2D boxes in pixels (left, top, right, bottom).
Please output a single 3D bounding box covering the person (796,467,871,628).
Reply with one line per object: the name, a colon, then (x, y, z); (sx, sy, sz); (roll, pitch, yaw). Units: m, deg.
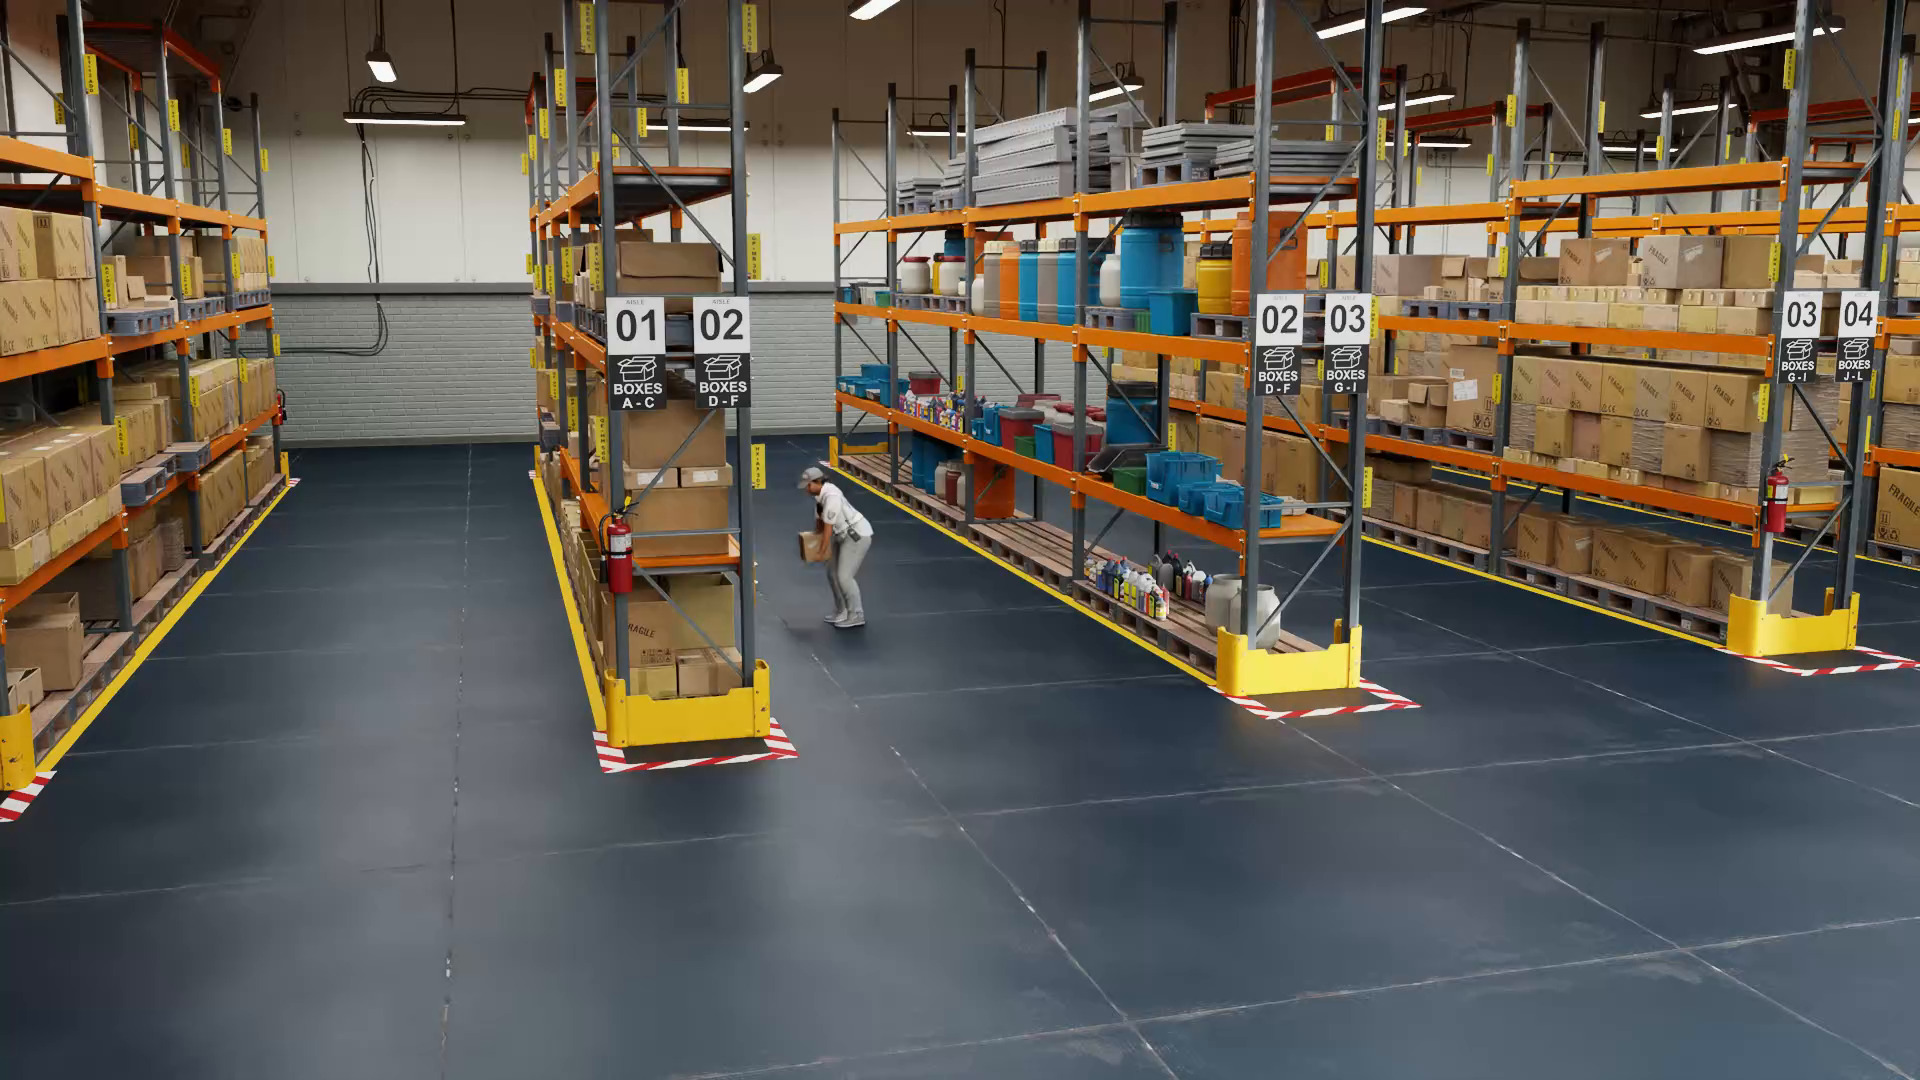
person: (-1.214, 0.060, 15.931); (0.708, 1.536, 0.439); (-3, 10, -17)
